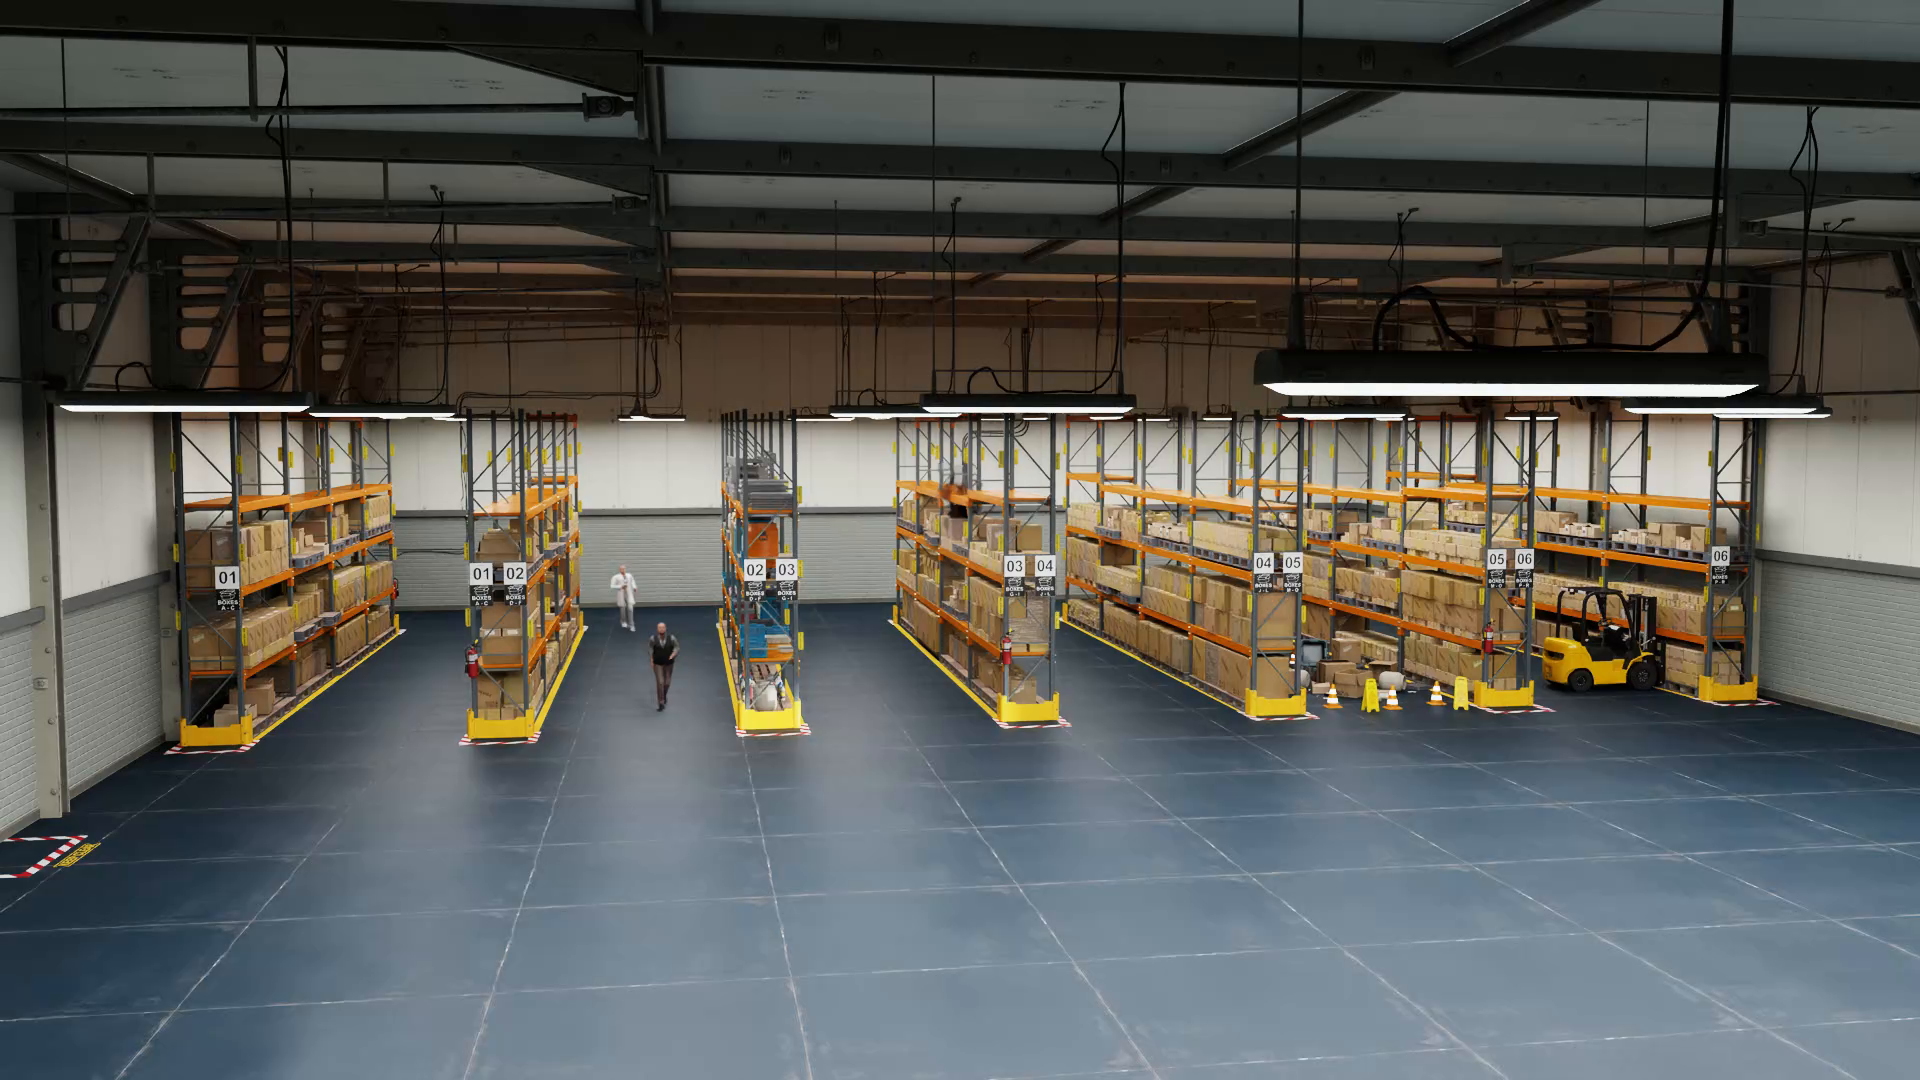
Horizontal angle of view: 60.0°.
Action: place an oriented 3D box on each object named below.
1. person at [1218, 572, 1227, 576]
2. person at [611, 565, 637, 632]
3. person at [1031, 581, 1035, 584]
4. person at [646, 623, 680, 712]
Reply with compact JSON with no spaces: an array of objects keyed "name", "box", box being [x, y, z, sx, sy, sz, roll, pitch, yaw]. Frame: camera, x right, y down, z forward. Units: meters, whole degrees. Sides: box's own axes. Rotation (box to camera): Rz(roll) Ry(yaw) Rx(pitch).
[{"name":"person","box":[8.015,1.358,50.759,0.533,1.659,0.797,1,4,9]},{"name":"person","box":[-9.327,1.611,46.176,0.738,1.826,0.979,-2,4,-21]},{"name":"person","box":[2.035,1.574,47.158,0.733,1.784,0.743,0,4,6]},{"name":"person","box":[-5.960,2.525,33.442,0.658,1.747,0.832,-1,4,-17]}]
